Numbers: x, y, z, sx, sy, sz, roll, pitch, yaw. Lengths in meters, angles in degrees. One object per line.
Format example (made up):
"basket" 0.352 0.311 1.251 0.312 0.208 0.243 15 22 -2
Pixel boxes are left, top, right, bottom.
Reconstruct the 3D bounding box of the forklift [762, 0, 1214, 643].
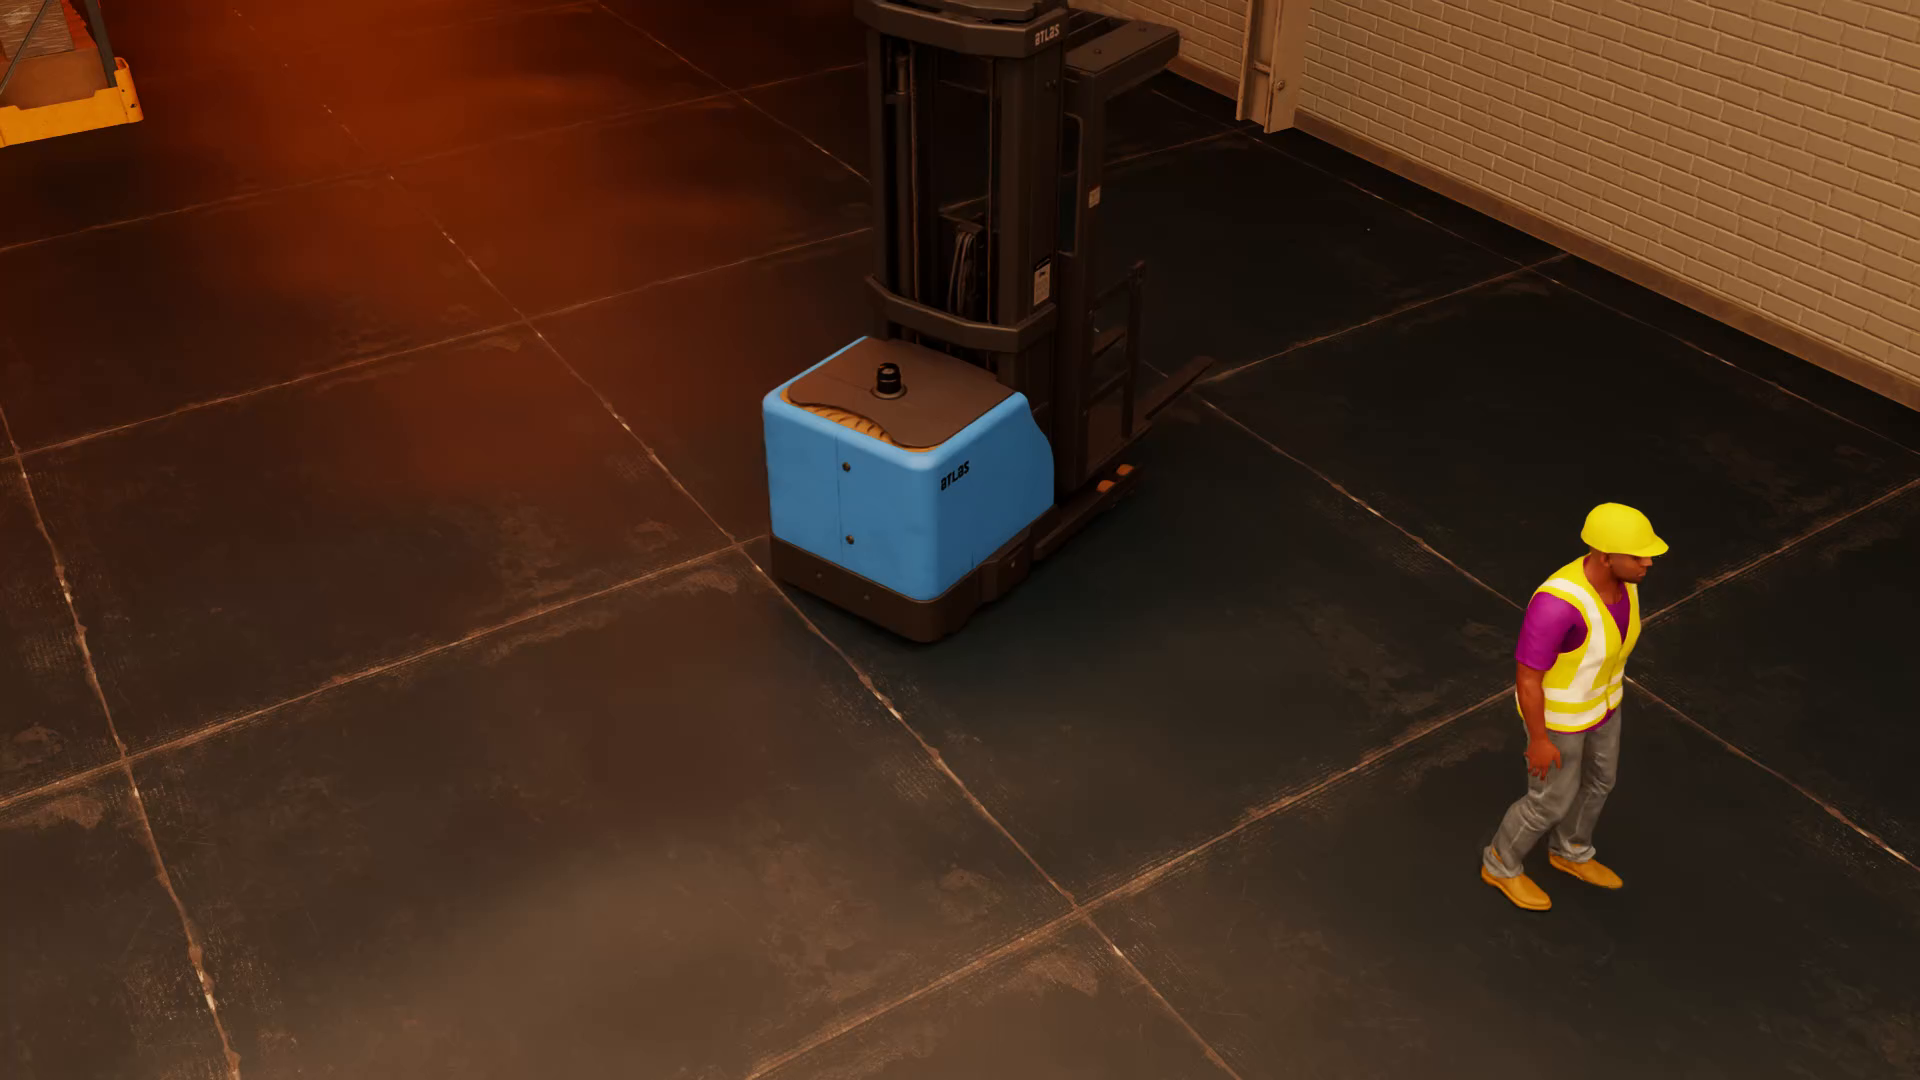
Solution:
"forklift" 0.332 -1.508 8.293 1.130 2.935 3.031 23 41 29

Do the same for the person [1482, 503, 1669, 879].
"person" 2.306 0.600 6.262 0.658 1.696 0.381 -28 44 -33
